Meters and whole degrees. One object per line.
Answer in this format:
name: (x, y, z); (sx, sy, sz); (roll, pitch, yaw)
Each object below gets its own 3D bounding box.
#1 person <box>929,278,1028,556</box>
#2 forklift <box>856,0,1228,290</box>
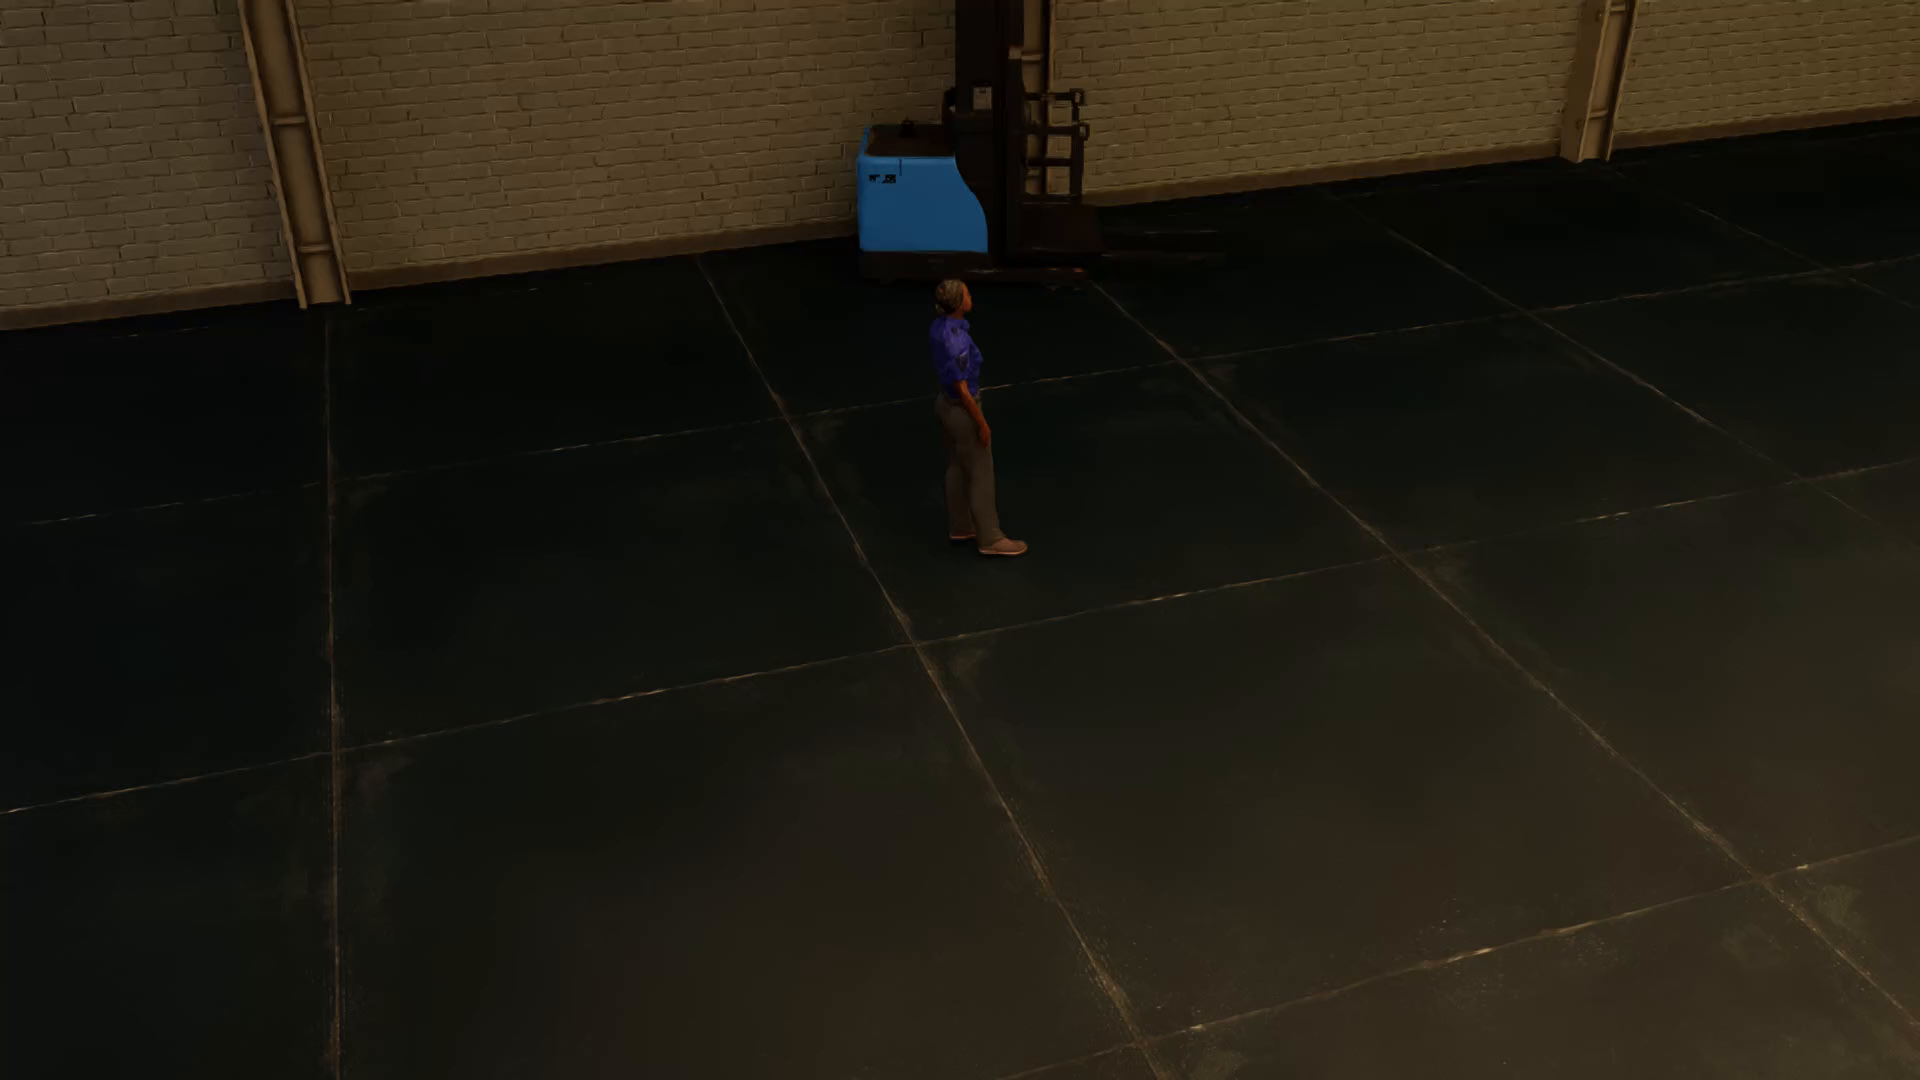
person: (0.089, -0.728, 9.618); (0.503, 1.654, 0.570); (-10, 31, -16)
forklift: (0.687, -3.584, 13.316); (3.031, 2.935, 1.130); (1, 30, 1)
